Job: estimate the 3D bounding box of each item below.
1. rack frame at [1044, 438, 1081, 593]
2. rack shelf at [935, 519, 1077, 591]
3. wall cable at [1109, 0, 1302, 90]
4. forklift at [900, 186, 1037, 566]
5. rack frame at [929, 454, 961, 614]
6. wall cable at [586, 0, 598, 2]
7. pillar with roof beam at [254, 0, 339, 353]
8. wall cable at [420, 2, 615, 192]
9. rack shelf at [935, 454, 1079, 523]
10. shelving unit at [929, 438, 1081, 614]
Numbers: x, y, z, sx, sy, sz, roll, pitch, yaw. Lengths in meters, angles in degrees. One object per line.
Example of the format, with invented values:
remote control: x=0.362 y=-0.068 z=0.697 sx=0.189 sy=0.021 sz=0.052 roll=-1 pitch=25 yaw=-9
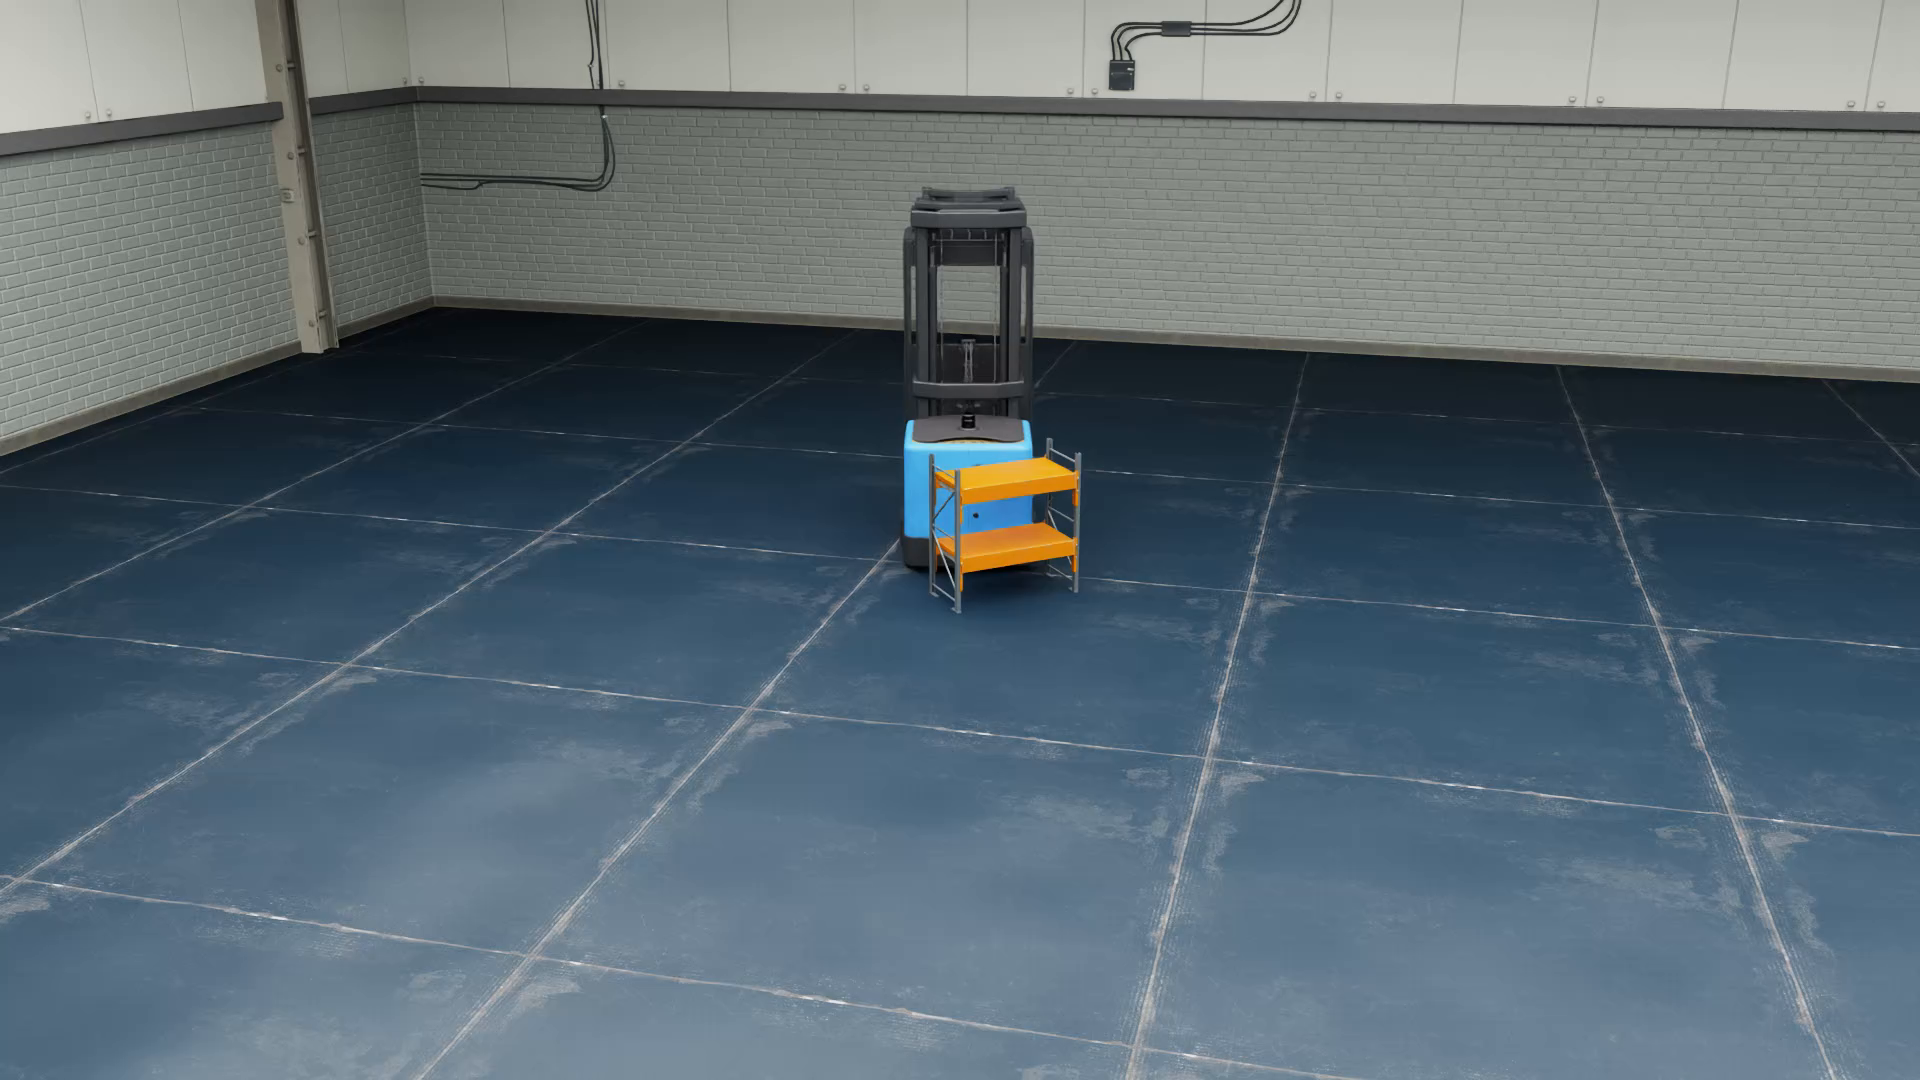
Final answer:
rack frame: x=0.800 y=-0.193 z=13.012 sx=0.032 sy=1.125 sz=0.500 roll=-9 pitch=21 yaw=-24
rack shelf: x=0.342 y=0.110 z=12.882 sx=1.000 sy=0.278 sz=0.538 roll=-9 pitch=21 yaw=-24
wall cable: x=2.982 y=-8.380 z=19.537 sx=2.305 sy=6.003 sz=0.169 roll=5 pitch=19 yaw=13
forklift: x=0.071 y=-1.599 z=14.335 sx=1.130 sy=2.935 sz=3.031 roll=0 pitch=19 yaw=0
rack frame: x=-0.116 y=-0.050 z=12.595 sx=0.032 sy=1.125 sz=0.500 roll=-9 pitch=21 yaw=-24
wall cable: x=-3.597 y=-8.232 z=21.357 sx=3.097 sy=2.526 sz=0.112 roll=5 pitch=19 yaw=13
pillar with roof beam: x=-4.048 y=-6.366 z=18.904 sx=9.100 sy=9.000 sz=0.400 roll=5 pitch=19 yaw=13
wall cable: x=-6.220 y=-6.056 z=22.799 sx=3.097 sy=2.526 sz=0.112 roll=5 pitch=19 yaw=13
rack shelf: x=0.342 y=-0.399 z=12.709 sx=1.000 sy=0.278 sz=0.538 roll=-9 pitch=21 yaw=-24
shelving unit: x=0.342 y=-0.122 z=12.803 sx=1.048 sy=1.125 sz=0.538 roll=-9 pitch=21 yaw=-24
